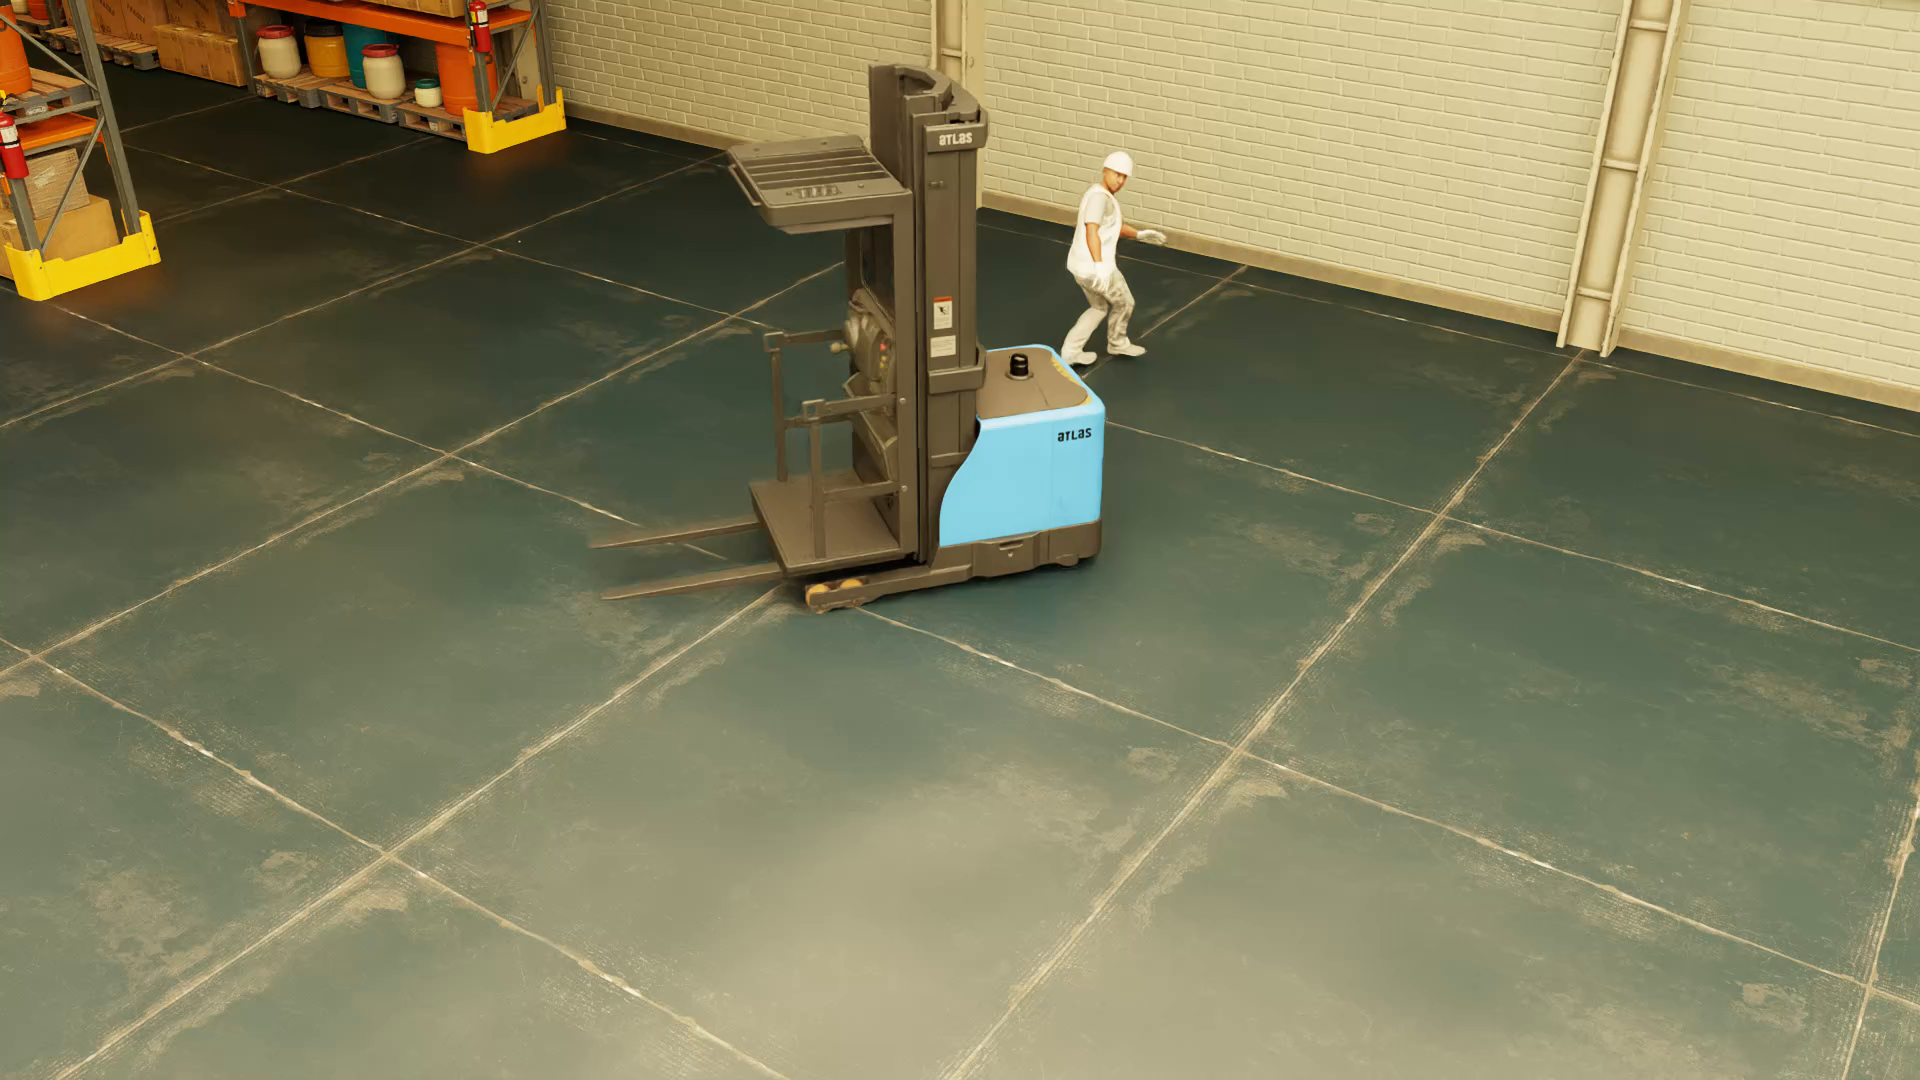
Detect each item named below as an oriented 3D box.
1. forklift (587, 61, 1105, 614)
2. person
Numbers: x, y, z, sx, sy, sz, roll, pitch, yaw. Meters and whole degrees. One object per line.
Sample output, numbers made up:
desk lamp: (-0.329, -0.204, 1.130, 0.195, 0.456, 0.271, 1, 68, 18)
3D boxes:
forklift: (-0.707, -1.133, 9.533, 3.031, 2.935, 1.130, -9, 31, -16)
person: (1.184, -2.048, 12.421, 0.841, 1.646, 0.841, -9, 31, -14)
